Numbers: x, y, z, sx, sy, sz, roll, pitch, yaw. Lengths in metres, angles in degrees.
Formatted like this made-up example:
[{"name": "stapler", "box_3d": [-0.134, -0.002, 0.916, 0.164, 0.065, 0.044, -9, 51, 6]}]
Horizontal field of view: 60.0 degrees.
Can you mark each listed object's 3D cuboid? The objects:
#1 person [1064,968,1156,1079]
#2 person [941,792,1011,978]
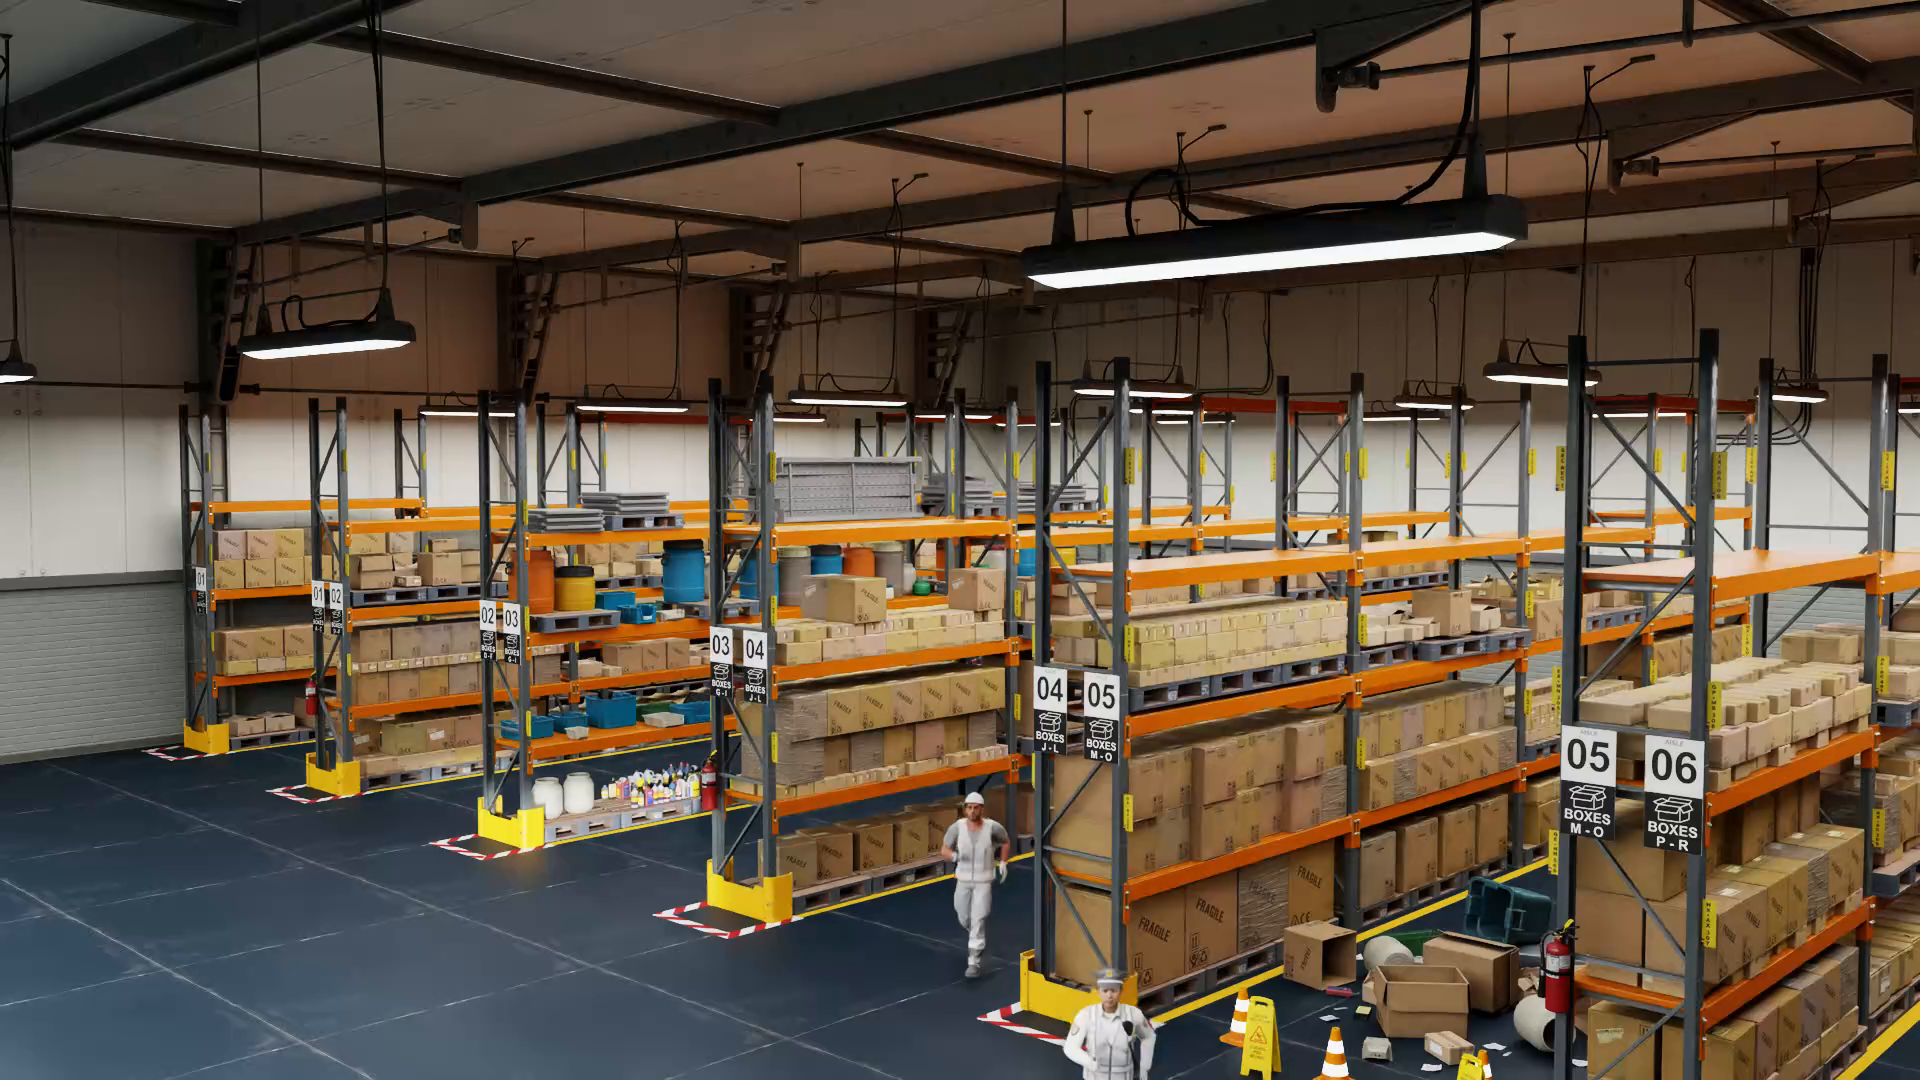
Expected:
[{"name": "person", "box_3d": [1.021, 3.709, 11.334, 0.621, 1.662, 0.854, 0, 3, 8]}, {"name": "person", "box_3d": [0.148, 3.381, 16.548, 0.670, 1.775, 0.951, 1, 3, 11]}]
